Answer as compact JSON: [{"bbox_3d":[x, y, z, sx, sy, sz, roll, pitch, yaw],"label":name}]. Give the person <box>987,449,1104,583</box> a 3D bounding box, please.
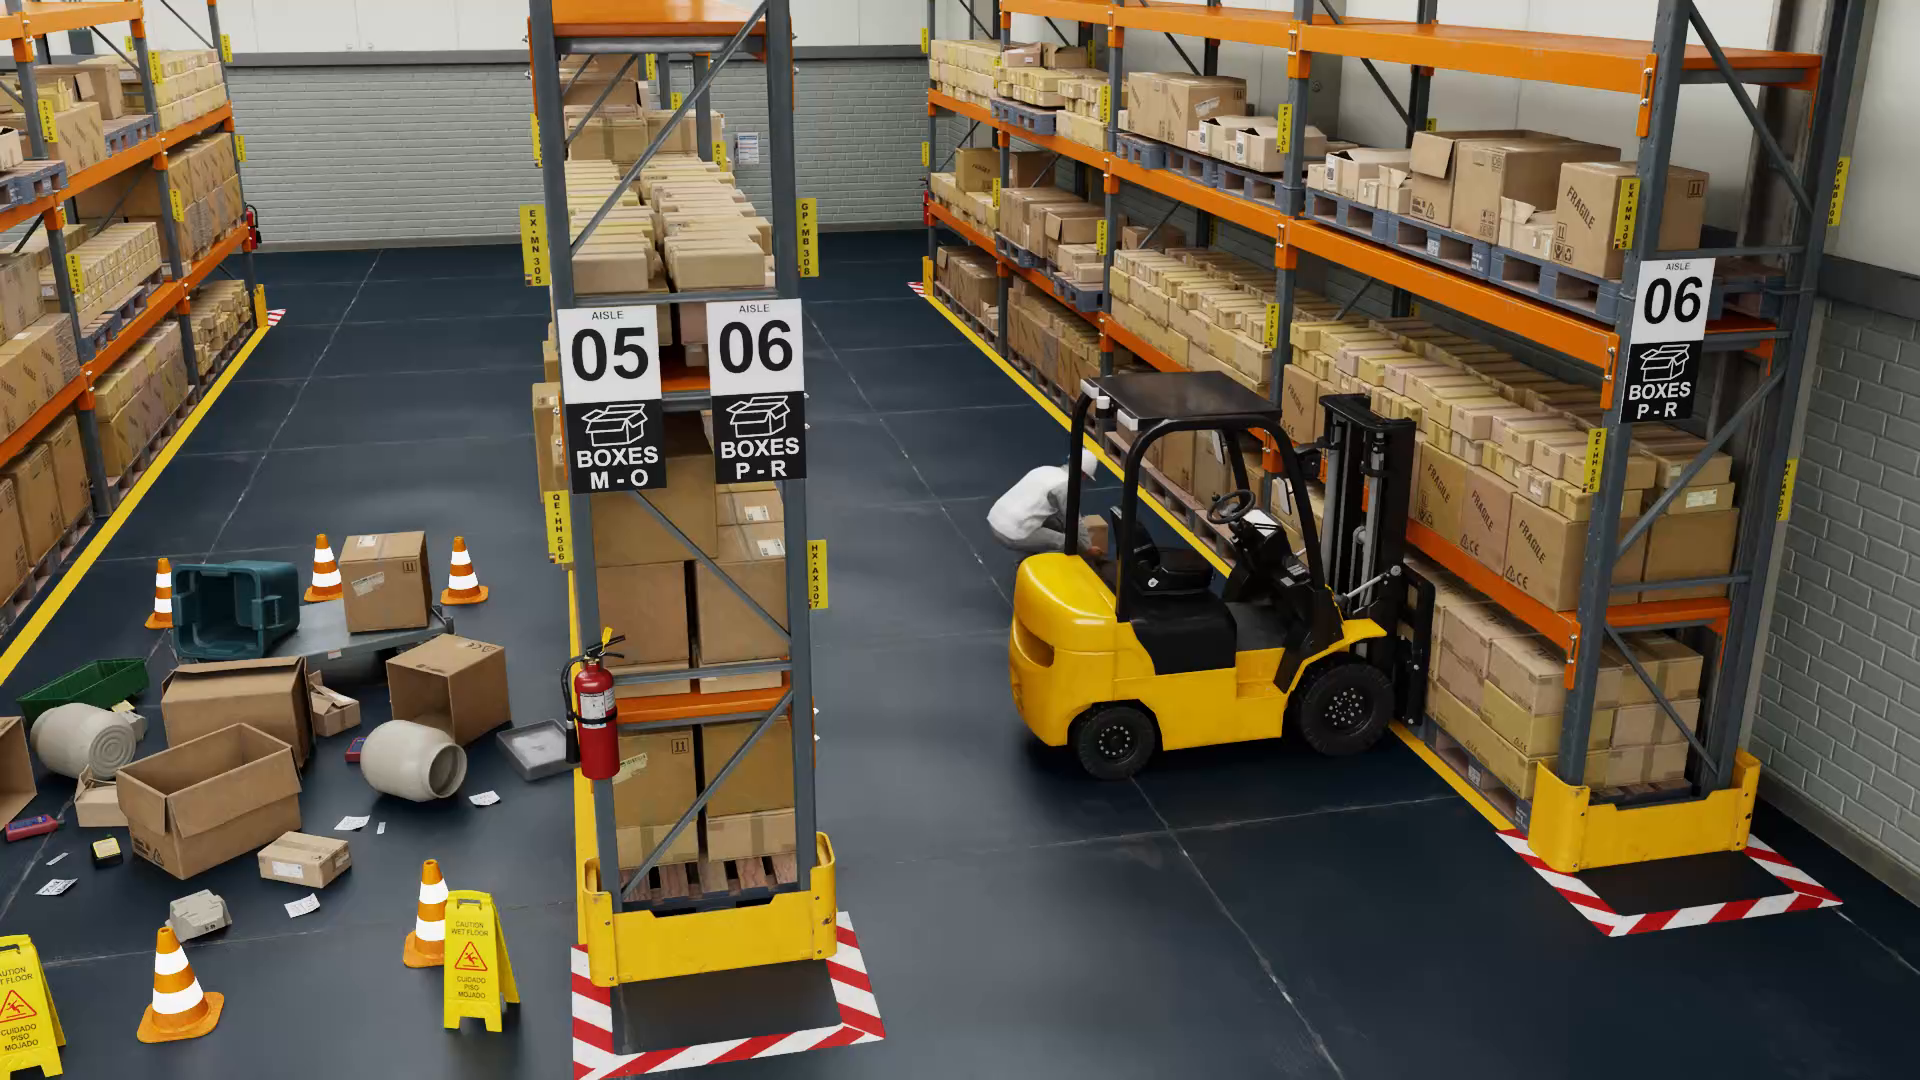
[{"bbox_3d":[0.645,-0.173,12.678,0.867,1.009,0.541,-4,20,-12],"label":"person"}]
